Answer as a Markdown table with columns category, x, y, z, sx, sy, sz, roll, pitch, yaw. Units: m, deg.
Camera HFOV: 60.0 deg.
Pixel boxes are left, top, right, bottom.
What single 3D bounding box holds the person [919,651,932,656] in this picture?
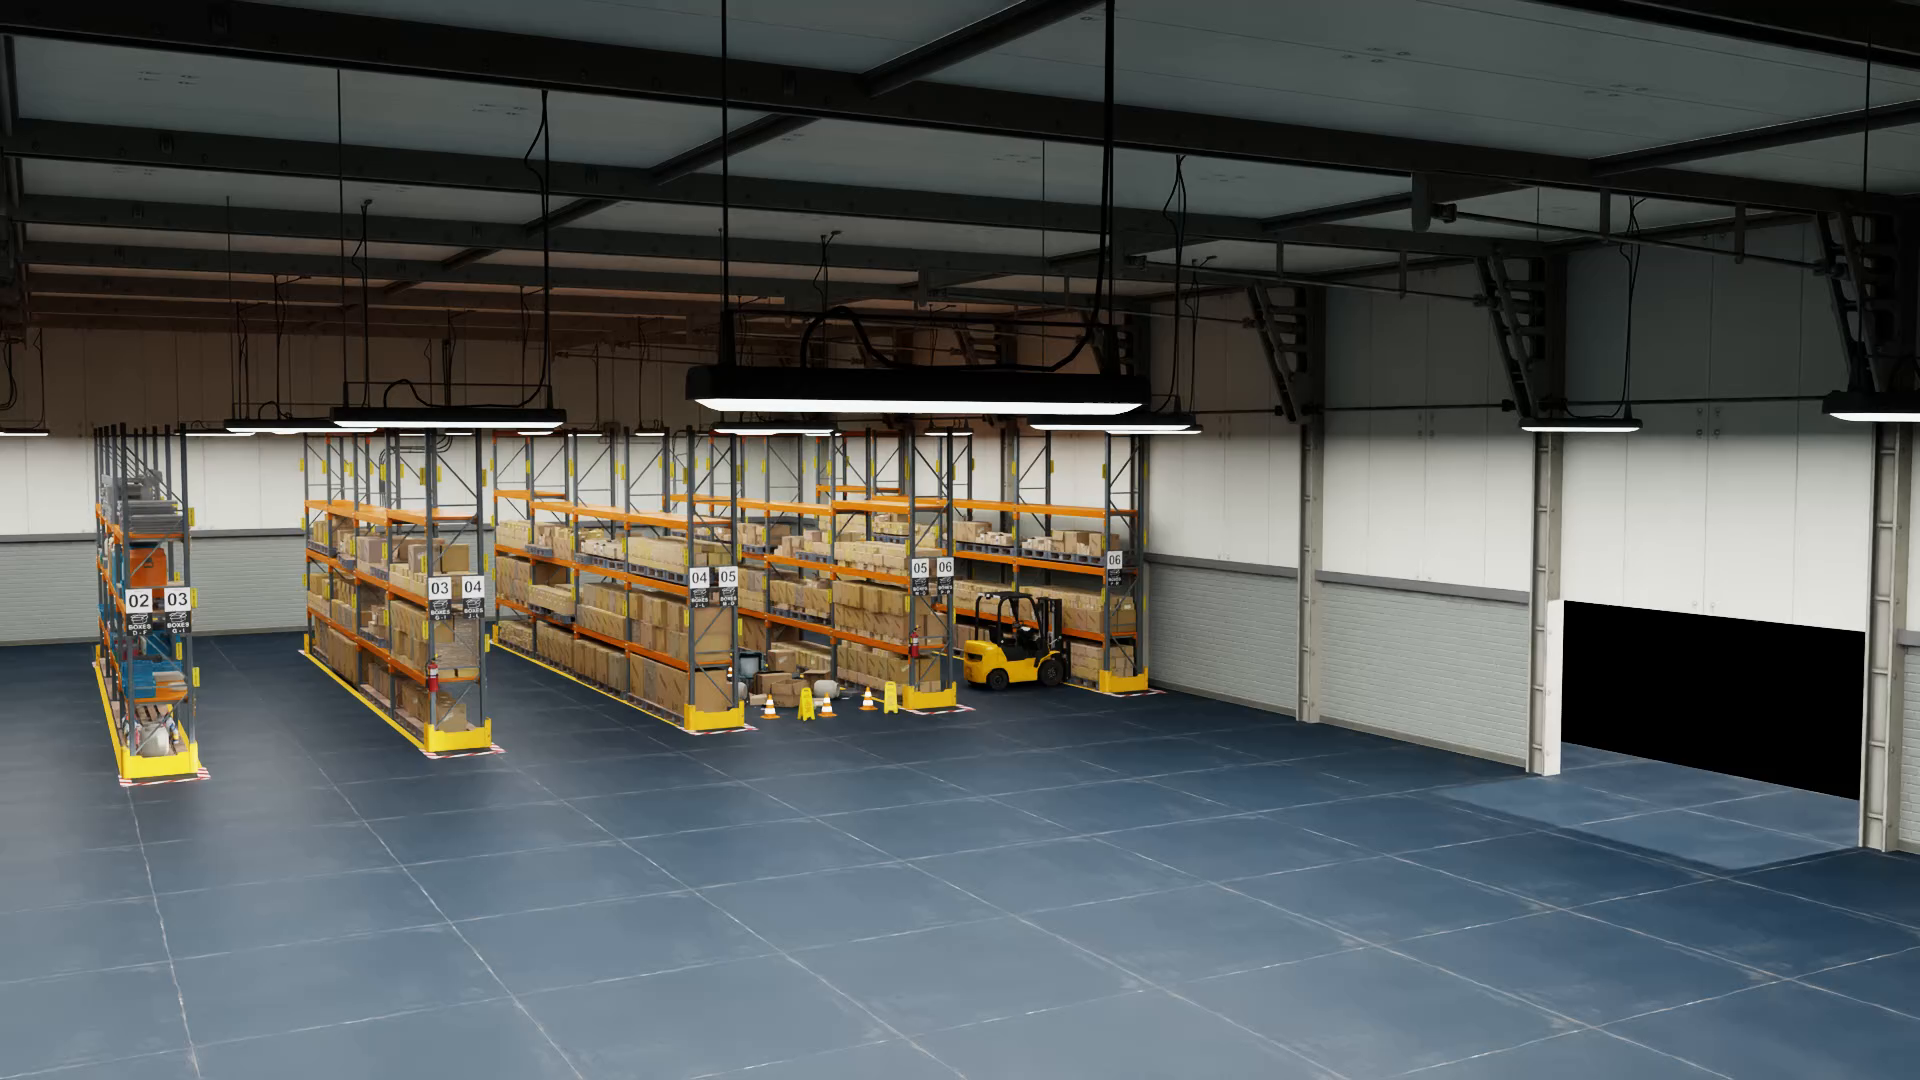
| category | x | y | z | sx | sy | sz | roll | pitch | yaw |
| --- | --- | --- | --- | --- | --- | --- | --- | --- | --- |
| person | -0.899 | 2.499 | 39.936 | 0.666 | 1.623 | 0.784 | -2 | 4 | -27 |

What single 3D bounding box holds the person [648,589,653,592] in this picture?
| category | x | y | z | sx | sy | sz | roll | pitch | yaw |
| --- | --- | --- | --- | --- | --- | --- | --- | --- | --- |
| person | -8.143 | 2.188 | 43.492 | 0.593 | 1.785 | 0.461 | -2 | 4 | -30 |
